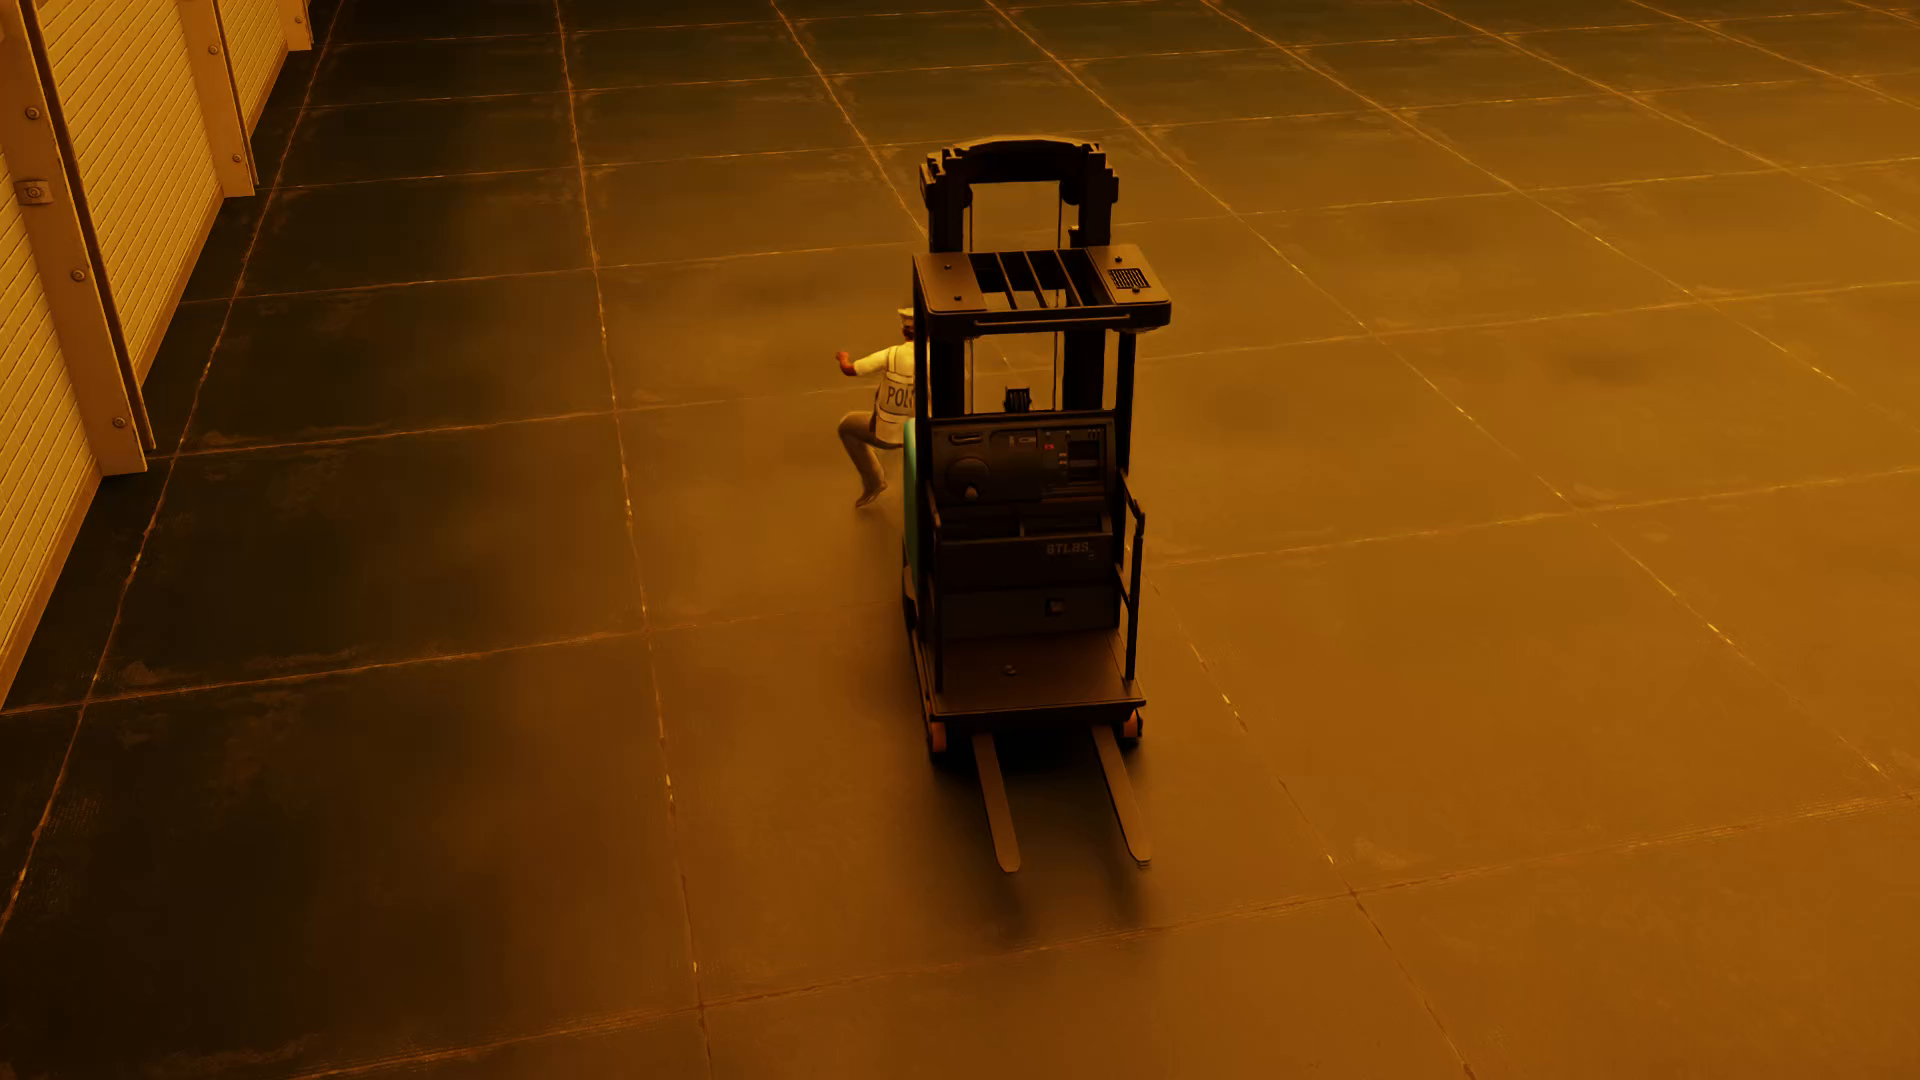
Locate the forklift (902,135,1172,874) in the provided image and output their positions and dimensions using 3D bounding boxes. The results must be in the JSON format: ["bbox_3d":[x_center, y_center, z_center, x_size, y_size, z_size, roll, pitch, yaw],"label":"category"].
[{"bbox_3d":[0.349,-0.353,8.184,1.130,2.935,3.031,-4,30,-6],"label":"forklift"}]

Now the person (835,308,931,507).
[{"bbox_3d":[-0.325,-0.843,10.535,0.916,1.415,0.749,-2,30,-3],"label":"person"}]
